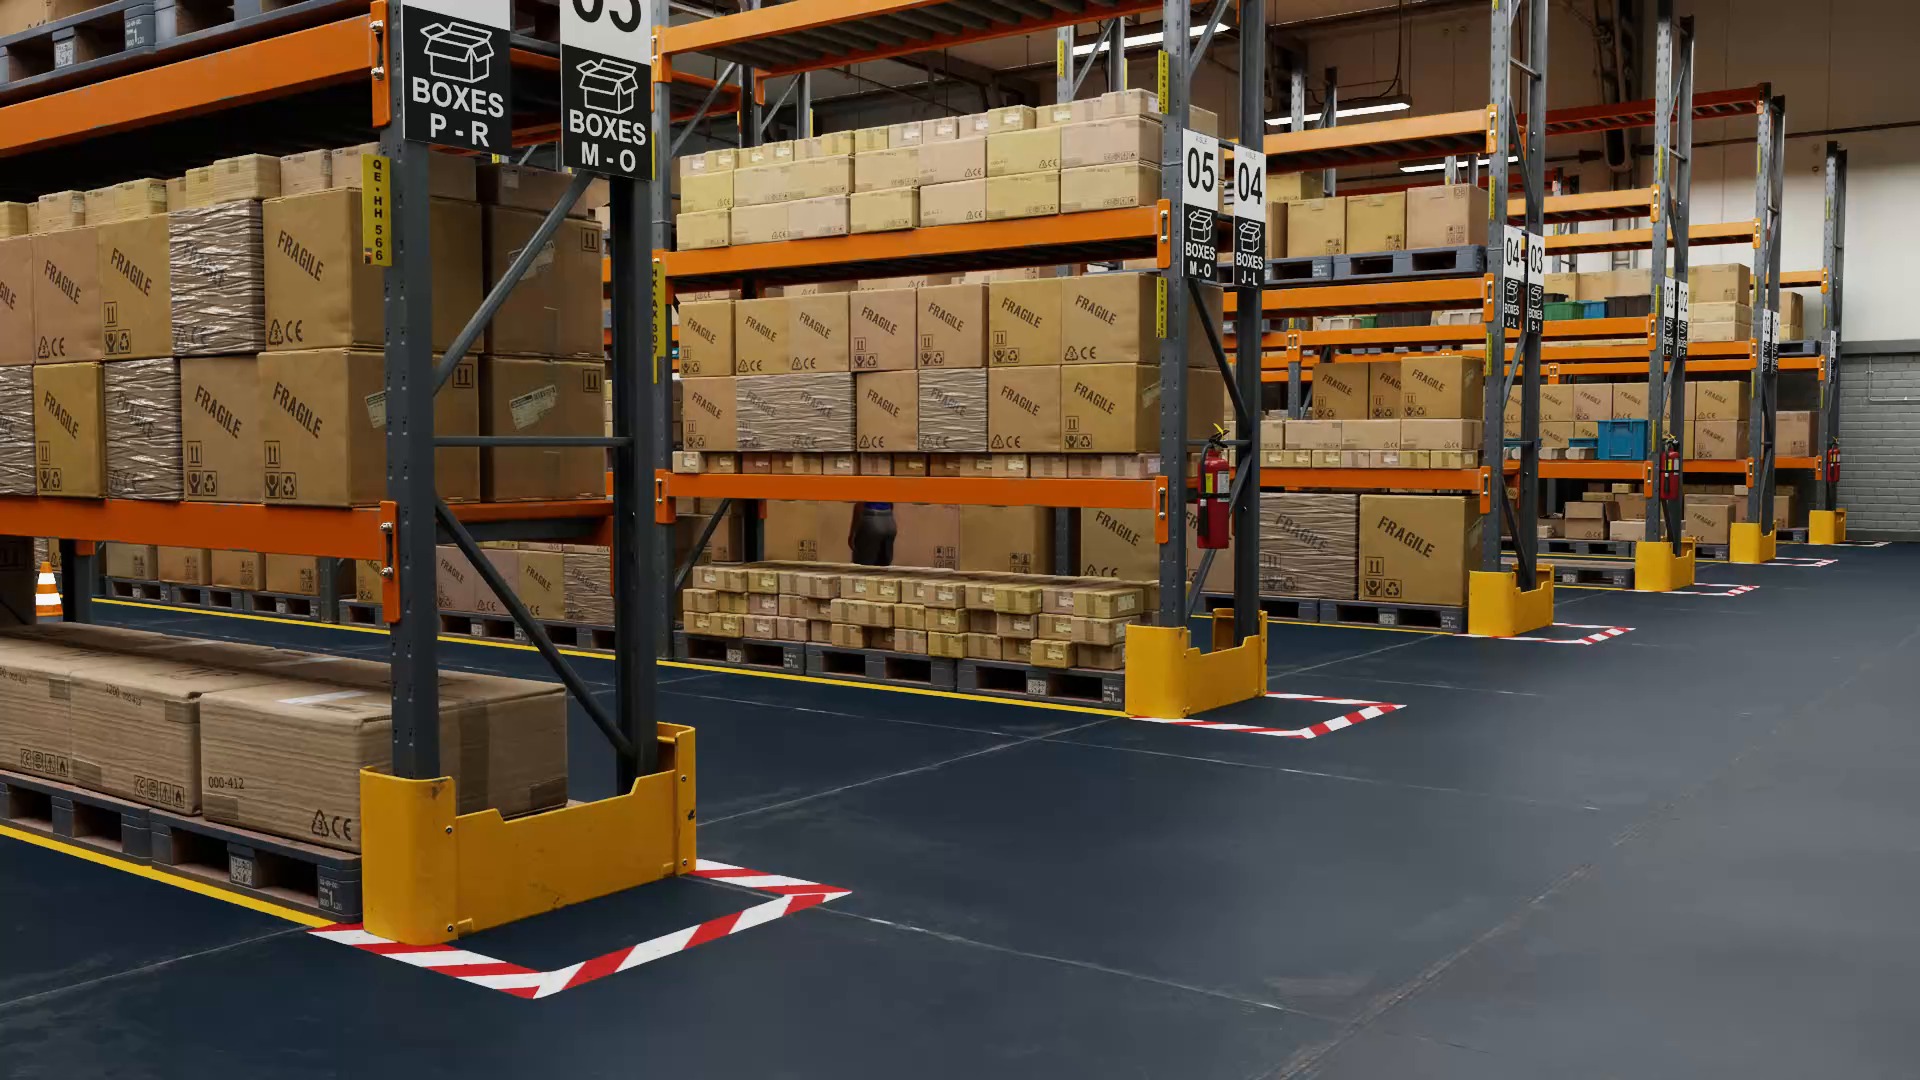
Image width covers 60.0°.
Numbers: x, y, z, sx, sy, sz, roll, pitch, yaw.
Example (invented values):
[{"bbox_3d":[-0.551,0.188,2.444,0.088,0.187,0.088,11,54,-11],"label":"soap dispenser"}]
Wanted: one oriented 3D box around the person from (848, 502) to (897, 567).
[{"bbox_3d":[-0.690,-0.073,12.967,0.352,1.654,0.521,2,4,33],"label":"person"}]
